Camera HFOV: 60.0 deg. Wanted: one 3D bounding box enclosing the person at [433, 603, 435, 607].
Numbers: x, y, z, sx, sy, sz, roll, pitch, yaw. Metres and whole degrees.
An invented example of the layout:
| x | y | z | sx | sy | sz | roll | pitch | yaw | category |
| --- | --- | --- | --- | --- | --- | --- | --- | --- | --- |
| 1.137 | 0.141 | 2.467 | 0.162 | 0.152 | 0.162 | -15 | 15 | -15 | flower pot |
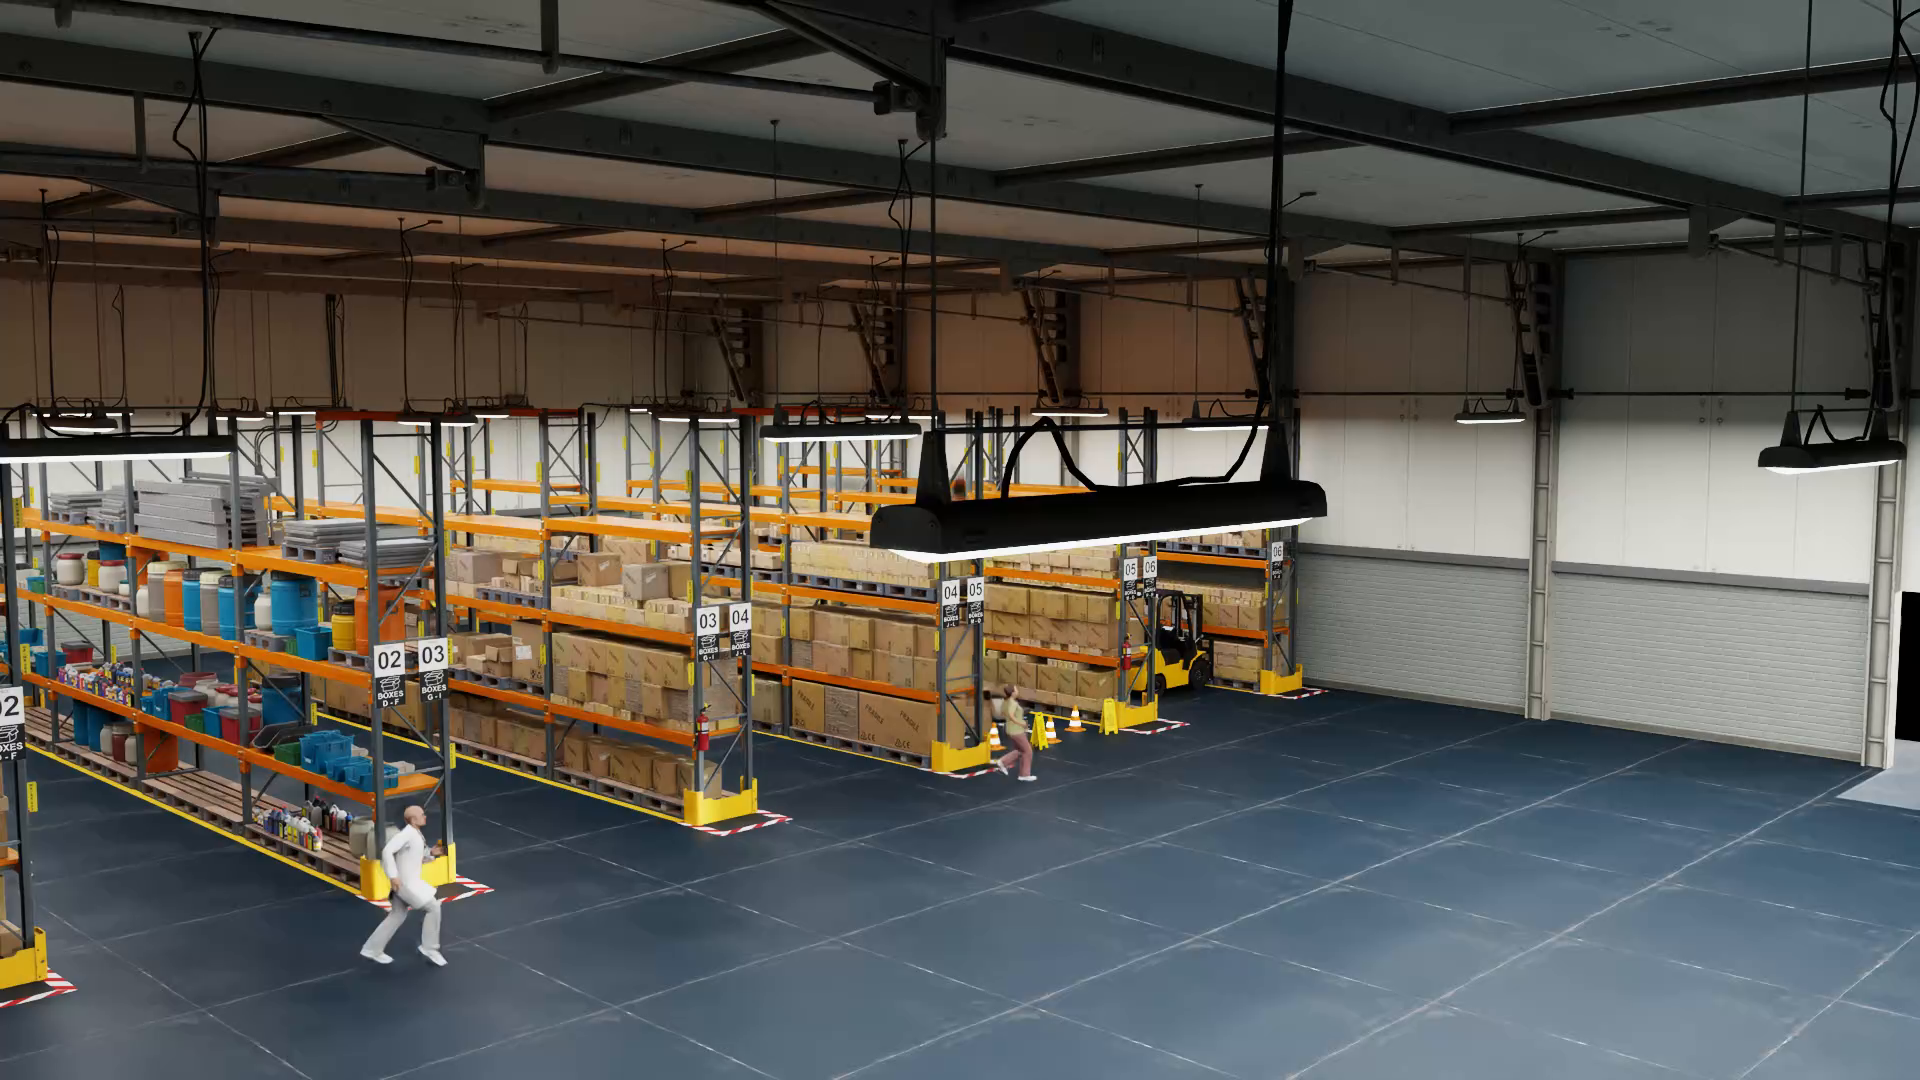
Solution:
| x | y | z | sx | sy | sz | roll | pitch | yaw | category |
| --- | --- | --- | --- | --- | --- | --- | --- | --- | --- |
| -11.509 | 2.229 | 36.652 | 0.609 | 1.717 | 0.697 | 4 | 7 | 41 | person |

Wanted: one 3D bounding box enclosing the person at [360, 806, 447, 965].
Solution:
| x | y | z | sx | sy | sz | roll | pitch | yaw | category |
| --- | --- | --- | --- | --- | --- | --- | --- | --- | --- |
| -6.126 | 3.837 | 18.282 | 0.939 | 1.831 | 0.740 | -2 | 5 | -19 | person |

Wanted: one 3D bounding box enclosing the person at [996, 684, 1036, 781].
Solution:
| x | y | z | sx | sy | sz | roll | pitch | yaw | category |
| --- | --- | --- | --- | --- | --- | --- | --- | --- | --- |
| 0.945 | 3.135 | 27.081 | 0.652 | 1.615 | 0.582 | -2 | 5 | -17 | person |
